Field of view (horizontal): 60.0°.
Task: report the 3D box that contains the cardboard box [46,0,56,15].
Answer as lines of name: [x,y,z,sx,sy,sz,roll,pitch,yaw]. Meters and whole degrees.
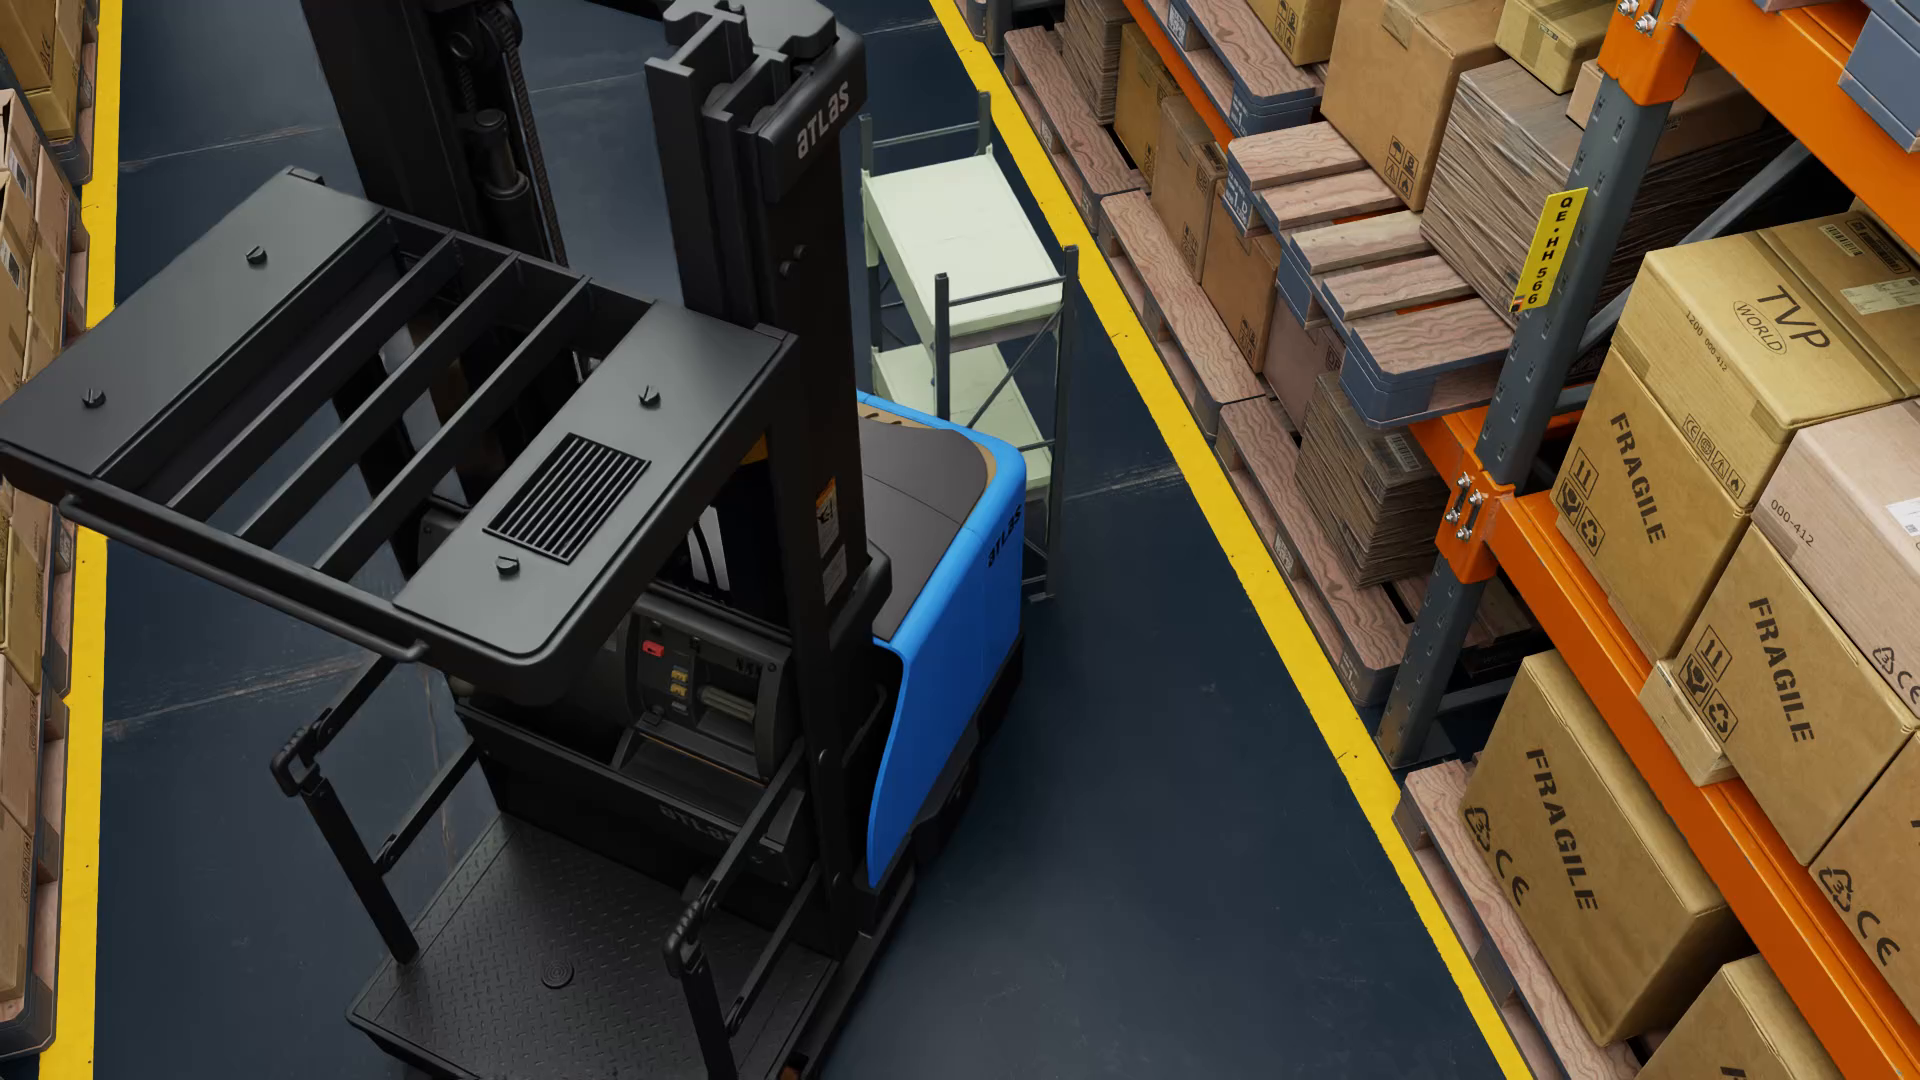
cardboard box: [-4.114,-2.470,6.904,0.500,0.500,0.500,-13,51,-11]

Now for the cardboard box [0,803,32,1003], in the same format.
cardboard box: [-2.812,1.017,4.454,0.500,0.250,0.500,-13,51,-11]

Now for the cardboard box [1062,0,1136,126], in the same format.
cardboard box: [0.844,-2.131,6.932,0.700,0.500,0.500,-12,51,-10]

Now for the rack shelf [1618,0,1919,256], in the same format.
rack shelf: [2.385,0.318,2.028,1.077,0.370,4.000,-13,51,-11]

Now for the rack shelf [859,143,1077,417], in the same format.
rack shelf: [0.012,-0.772,4.910,0.431,0.370,0.720,-14,51,-12]

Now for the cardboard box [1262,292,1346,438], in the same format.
cardboard box: [1.490,-0.660,5.692,0.700,0.500,0.500,-13,51,-11]

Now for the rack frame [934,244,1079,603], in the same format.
rack frame: [0.126,-0.255,4.984,0.400,1.500,0.023,-14,51,-12]

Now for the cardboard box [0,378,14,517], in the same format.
cardboard box: [-3.276,-0.294,5.193,0.500,0.311,0.500,-14,51,-11]

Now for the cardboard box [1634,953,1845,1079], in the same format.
cardboard box: [2.139,1.358,3.775,0.750,0.750,0.750,-14,51,-11]

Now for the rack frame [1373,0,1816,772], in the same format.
rack frame: [1.794,-0.407,4.132,1.000,3.000,0.127,-13,51,-11]

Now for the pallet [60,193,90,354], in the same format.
pallet: [-3.865,-0.778,6.268,1.003,0.211,1.213,-13,51,-11]

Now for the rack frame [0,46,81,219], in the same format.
rack frame: [-4.120,-2.206,5.648,1.000,3.000,0.127,-13,51,-11]

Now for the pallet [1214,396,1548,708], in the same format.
pallet: [1.564,-0.080,5.679,1.003,0.211,1.213,-13,51,-11]

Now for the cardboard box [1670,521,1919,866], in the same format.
cardboard box: [1.839,0.255,3.300,0.500,0.500,0.500,-12,51,-10]

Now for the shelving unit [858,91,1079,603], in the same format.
shelving unit: [0.012,-0.521,5.208,0.431,1.500,0.755,-14,51,-12]

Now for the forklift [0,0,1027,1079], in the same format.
forklift: [-0.890,0.353,3.535,1.130,2.935,3.031,20,53,16]

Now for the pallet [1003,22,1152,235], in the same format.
pallet: [0.842,-1.862,7.182,1.003,0.211,1.213,-13,51,-11]

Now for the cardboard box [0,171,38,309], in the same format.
cardboard box: [-3.567,-1.026,5.810,0.500,0.311,0.500,-12,51,-10]

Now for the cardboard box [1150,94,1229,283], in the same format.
cardboard box: [1.157,-1.383,6.301,0.700,0.500,0.500,-13,51,-11]

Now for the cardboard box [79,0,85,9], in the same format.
cardboard box: [-4.254,-2.595,7.500,0.500,0.250,0.500,-13,51,-11]

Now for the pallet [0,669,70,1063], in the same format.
pallet: [-3.144,1.004,4.766,1.003,0.211,1.213,-13,51,-11]

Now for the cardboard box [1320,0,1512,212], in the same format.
cardboard box: [1.454,-1.325,4.552,0.700,0.500,0.500,-18,52,-14]

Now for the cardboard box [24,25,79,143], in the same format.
cardboard box: [-3.968,-1.862,6.882,0.500,0.250,0.500,-13,51,-11]

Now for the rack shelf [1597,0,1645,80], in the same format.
rack shelf: [1.202,-2.603,4.491,1.077,0.370,4.000,-13,51,-11]

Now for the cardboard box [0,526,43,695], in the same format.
cardboard box: [-3.121,0.272,5.083,0.500,0.250,0.500,-15,51,-12]

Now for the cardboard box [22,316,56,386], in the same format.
cardboard box: [-3.421,-0.475,5.712,0.500,0.250,0.500,-12,51,-10]

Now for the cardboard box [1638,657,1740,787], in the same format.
cardboard box: [1.734,0.359,3.637,0.380,0.149,0.250,-12,51,-10]

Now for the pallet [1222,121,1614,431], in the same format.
pallet: [1.481,-0.842,4.623,1.213,0.211,1.003,-13,51,-11]

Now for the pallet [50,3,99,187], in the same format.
pallet: [-4.315,-1.898,7.212,1.003,0.211,1.213,-13,51,-11]

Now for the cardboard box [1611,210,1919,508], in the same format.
cardboard box: [1.690,-0.373,3.339,0.500,0.250,0.500,-12,51,-10]

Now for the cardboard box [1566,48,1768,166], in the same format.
cardboard box: [1.663,-1.036,3.884,0.380,0.149,0.250,-19,53,-16]

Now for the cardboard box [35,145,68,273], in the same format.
cardboard box: [-3.721,-1.218,6.339,0.500,0.250,0.500,-14,51,-11]

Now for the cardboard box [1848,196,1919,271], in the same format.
cardboard box: [2.175,-0.511,3.455,0.500,0.250,0.500,-12,51,-10]

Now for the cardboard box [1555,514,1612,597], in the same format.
cardboard box: [1.670,-0.040,3.973,0.380,0.149,0.250,-14,51,-12]
